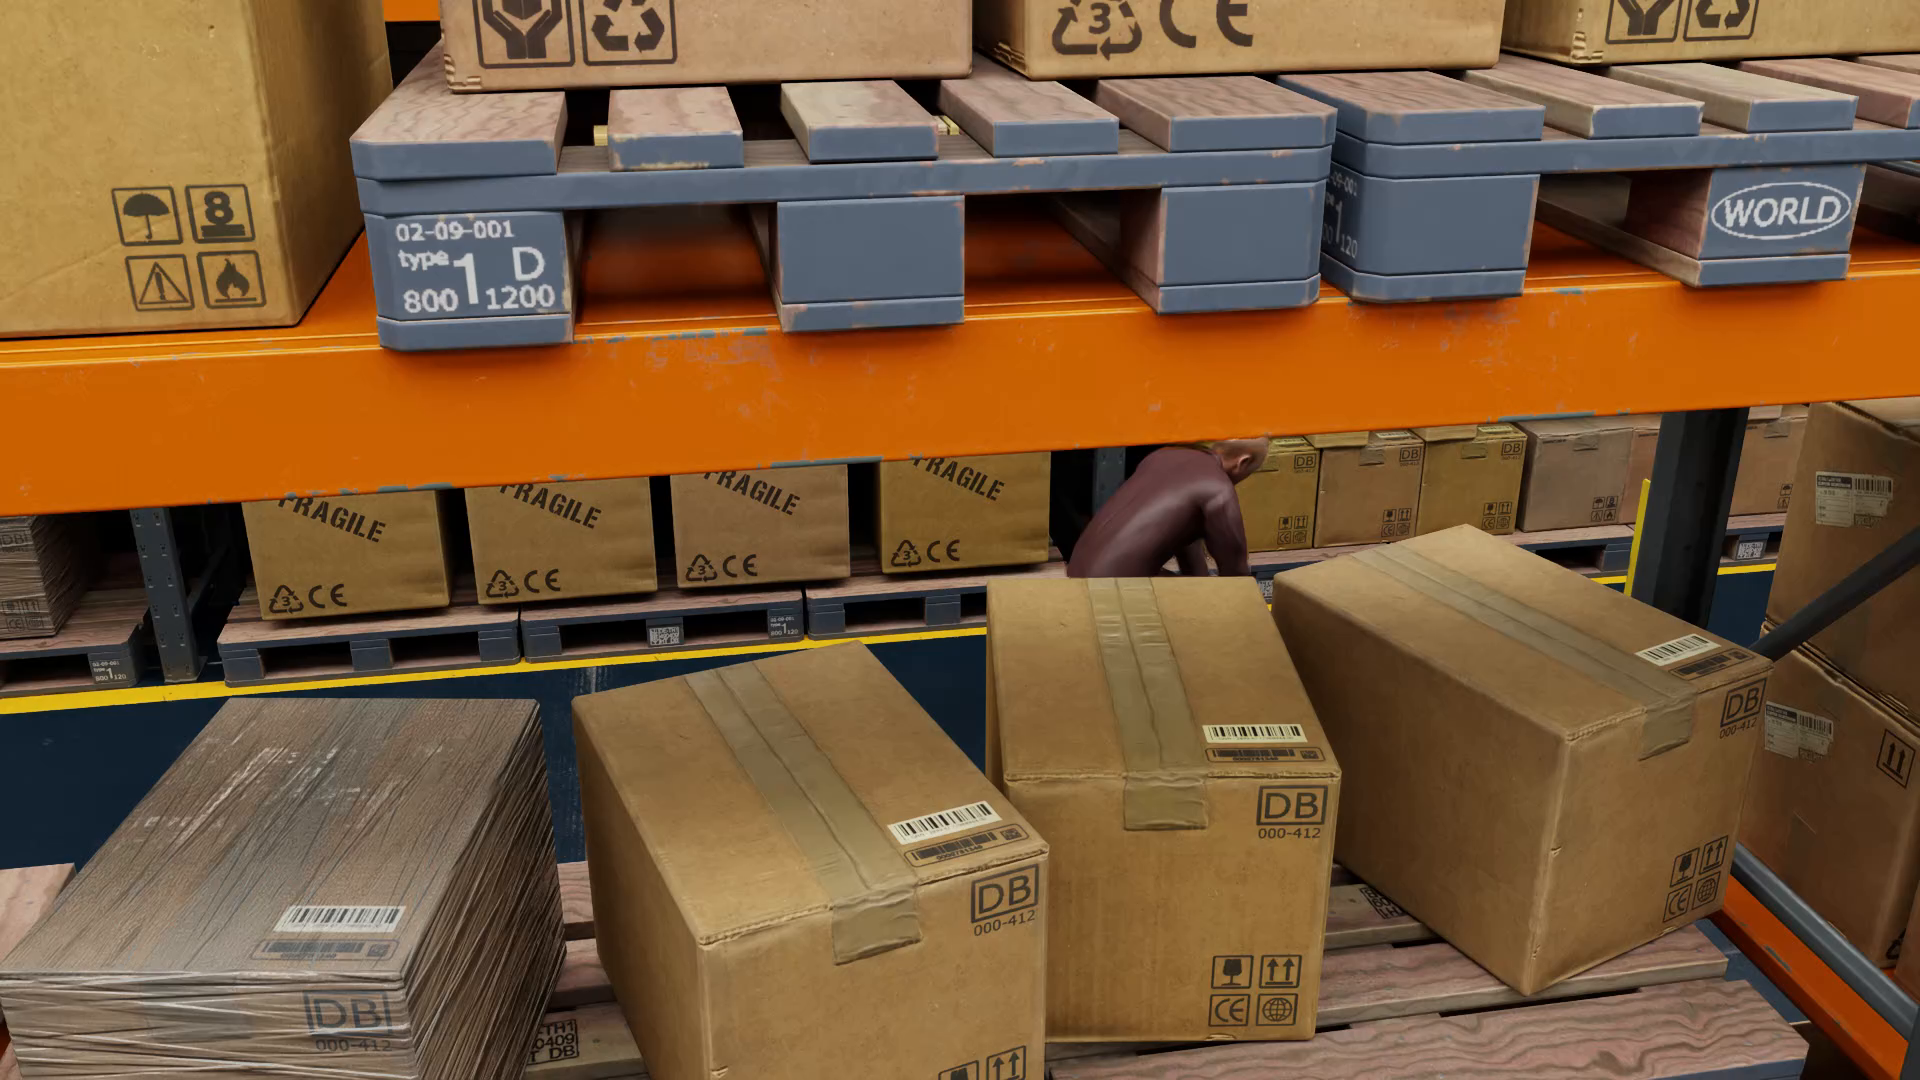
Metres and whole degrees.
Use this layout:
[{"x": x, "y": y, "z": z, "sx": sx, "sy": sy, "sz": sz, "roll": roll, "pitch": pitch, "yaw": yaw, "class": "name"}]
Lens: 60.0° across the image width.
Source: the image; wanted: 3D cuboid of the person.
[{"x": 0.804, "y": 0.153, "z": 6.503, "sx": 0.815, "sy": 1.196, "sz": 0.629, "roll": -6, "pitch": 24, "yaw": -15, "class": "person"}]
